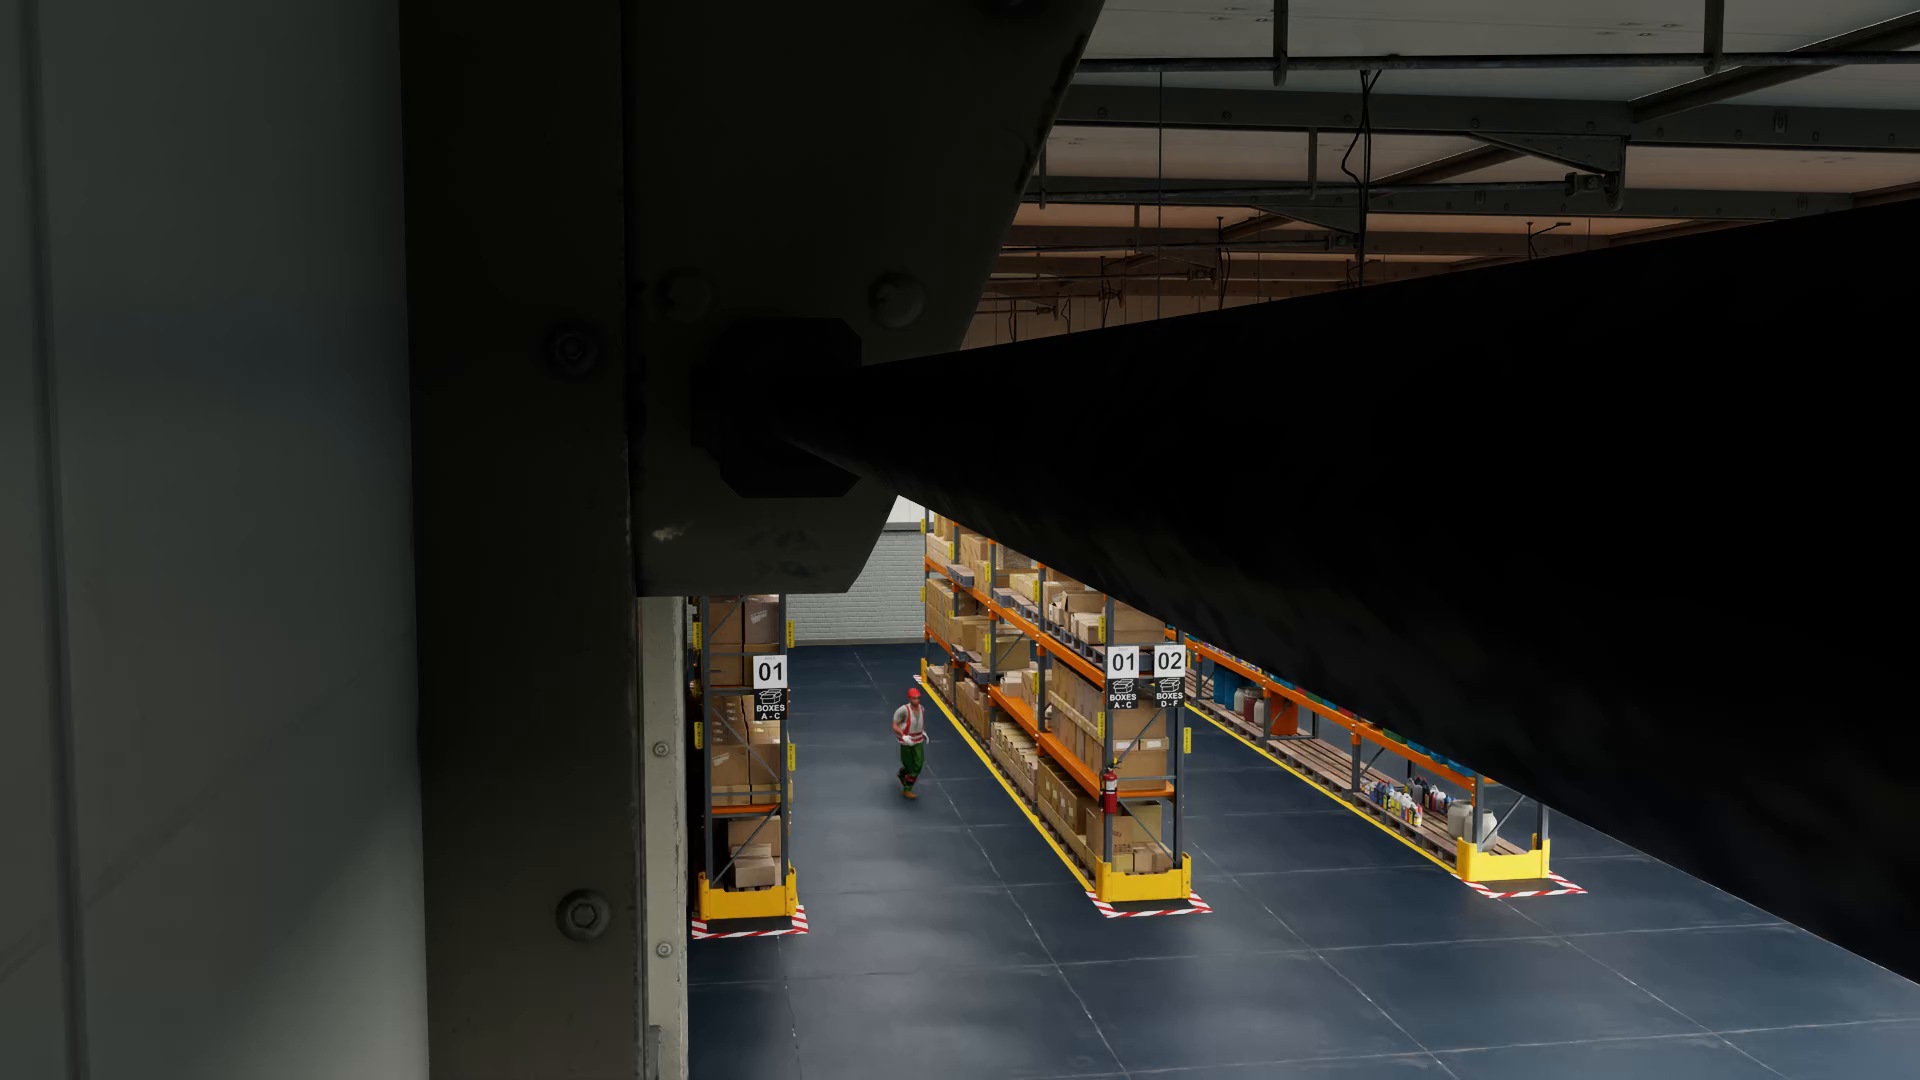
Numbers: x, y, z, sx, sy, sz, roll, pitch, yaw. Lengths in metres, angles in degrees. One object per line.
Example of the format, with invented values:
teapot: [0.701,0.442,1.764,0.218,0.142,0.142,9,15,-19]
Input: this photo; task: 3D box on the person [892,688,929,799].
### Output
person: [-0.824,3.169,26.182,0.643,1.735,0.677,-3,6,-29]
